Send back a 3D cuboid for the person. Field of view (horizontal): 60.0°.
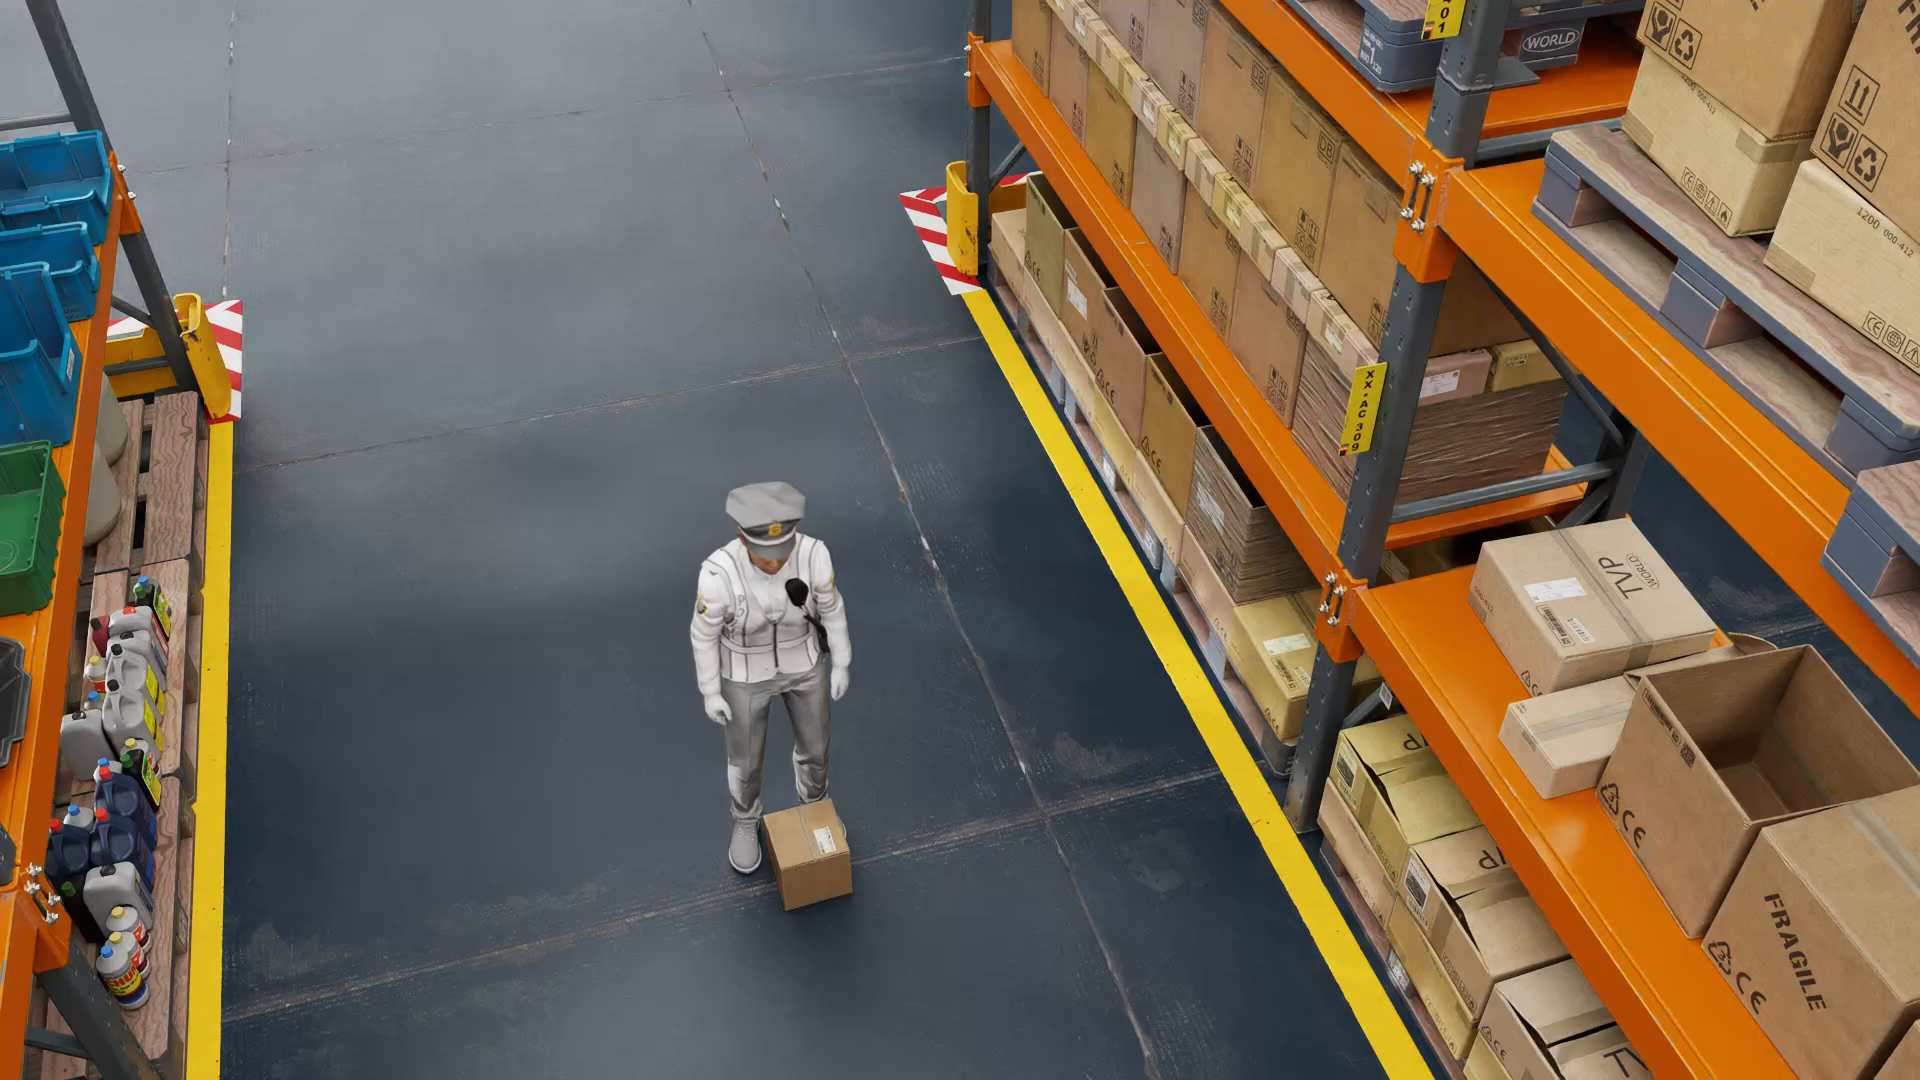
[{"bbox_3d":[-0.627,0.456,5.659,0.529,1.663,0.372,-12,44,-13],"label":"person"}]
